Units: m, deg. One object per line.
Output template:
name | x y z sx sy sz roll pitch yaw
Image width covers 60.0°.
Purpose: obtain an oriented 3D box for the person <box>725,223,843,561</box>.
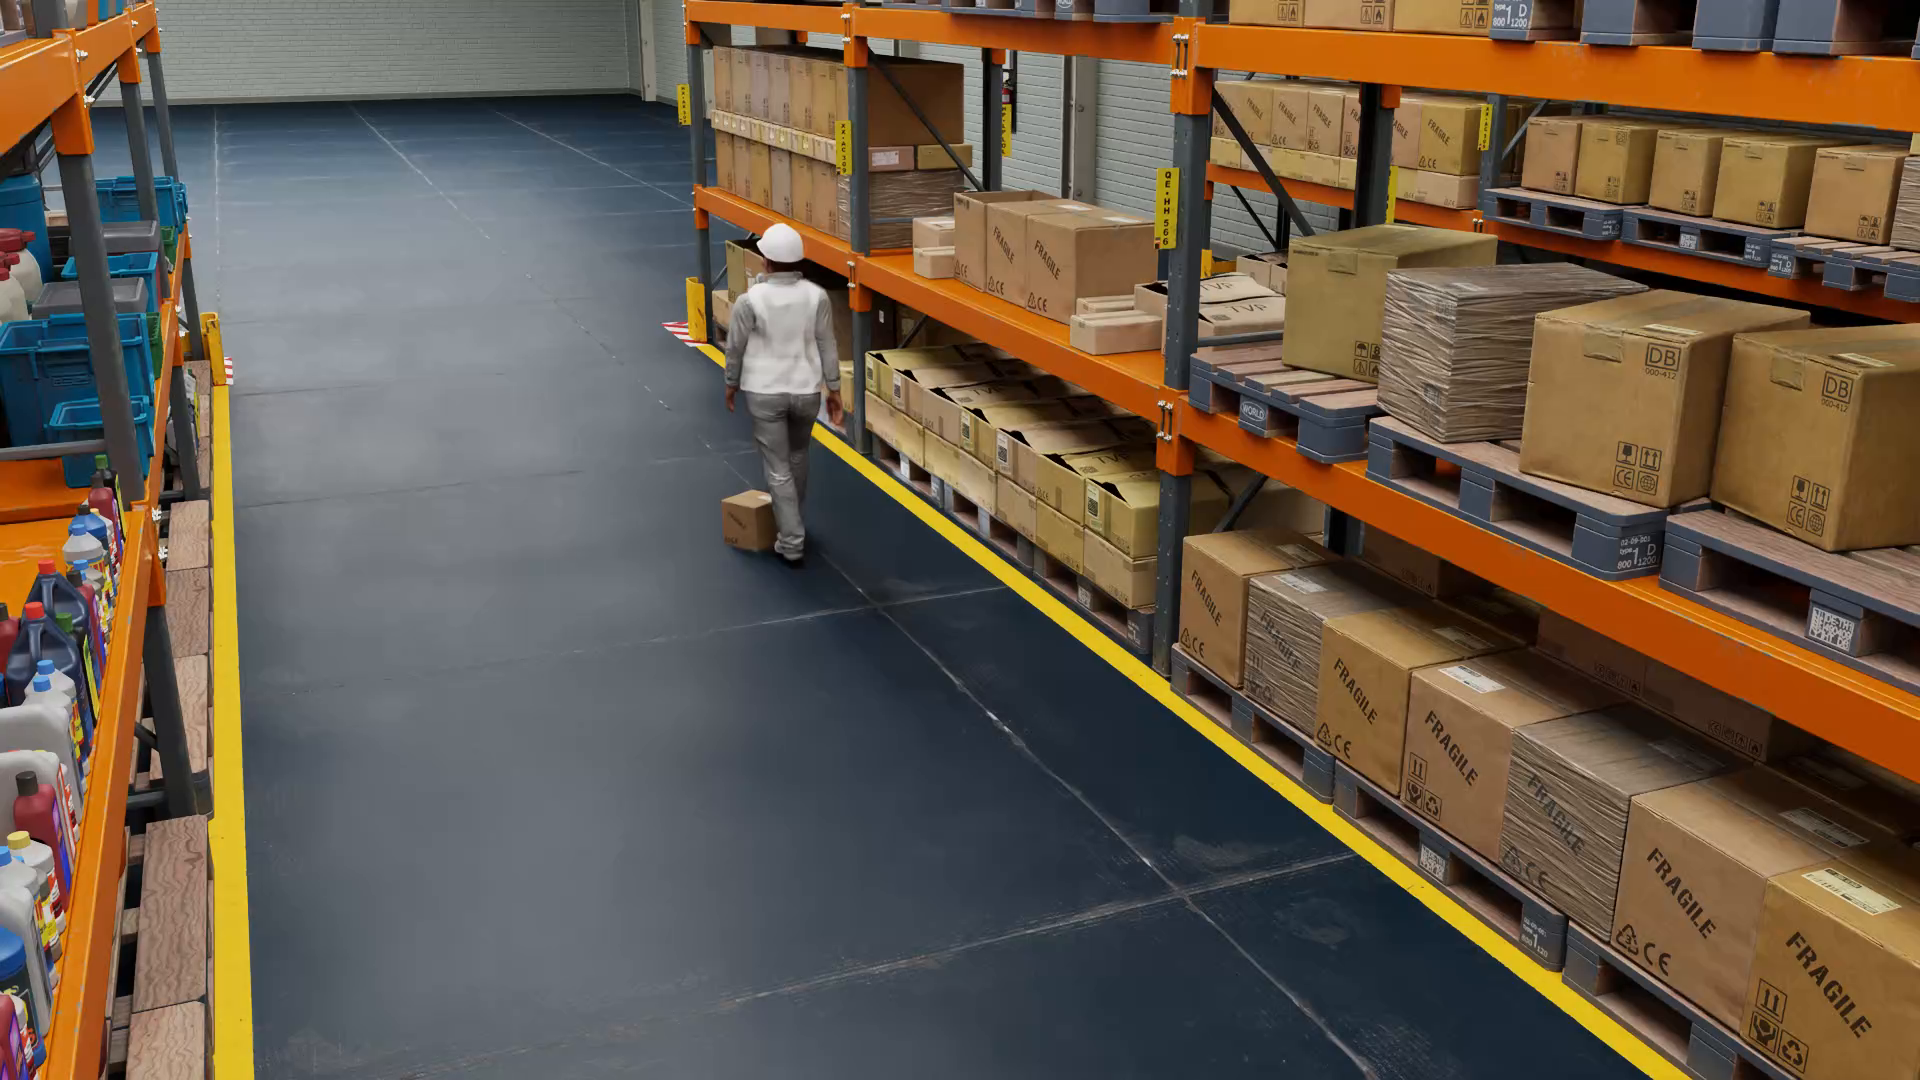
person | -0.968 -0.792 8.872 0.581 1.800 0.749 -8 20 -23
